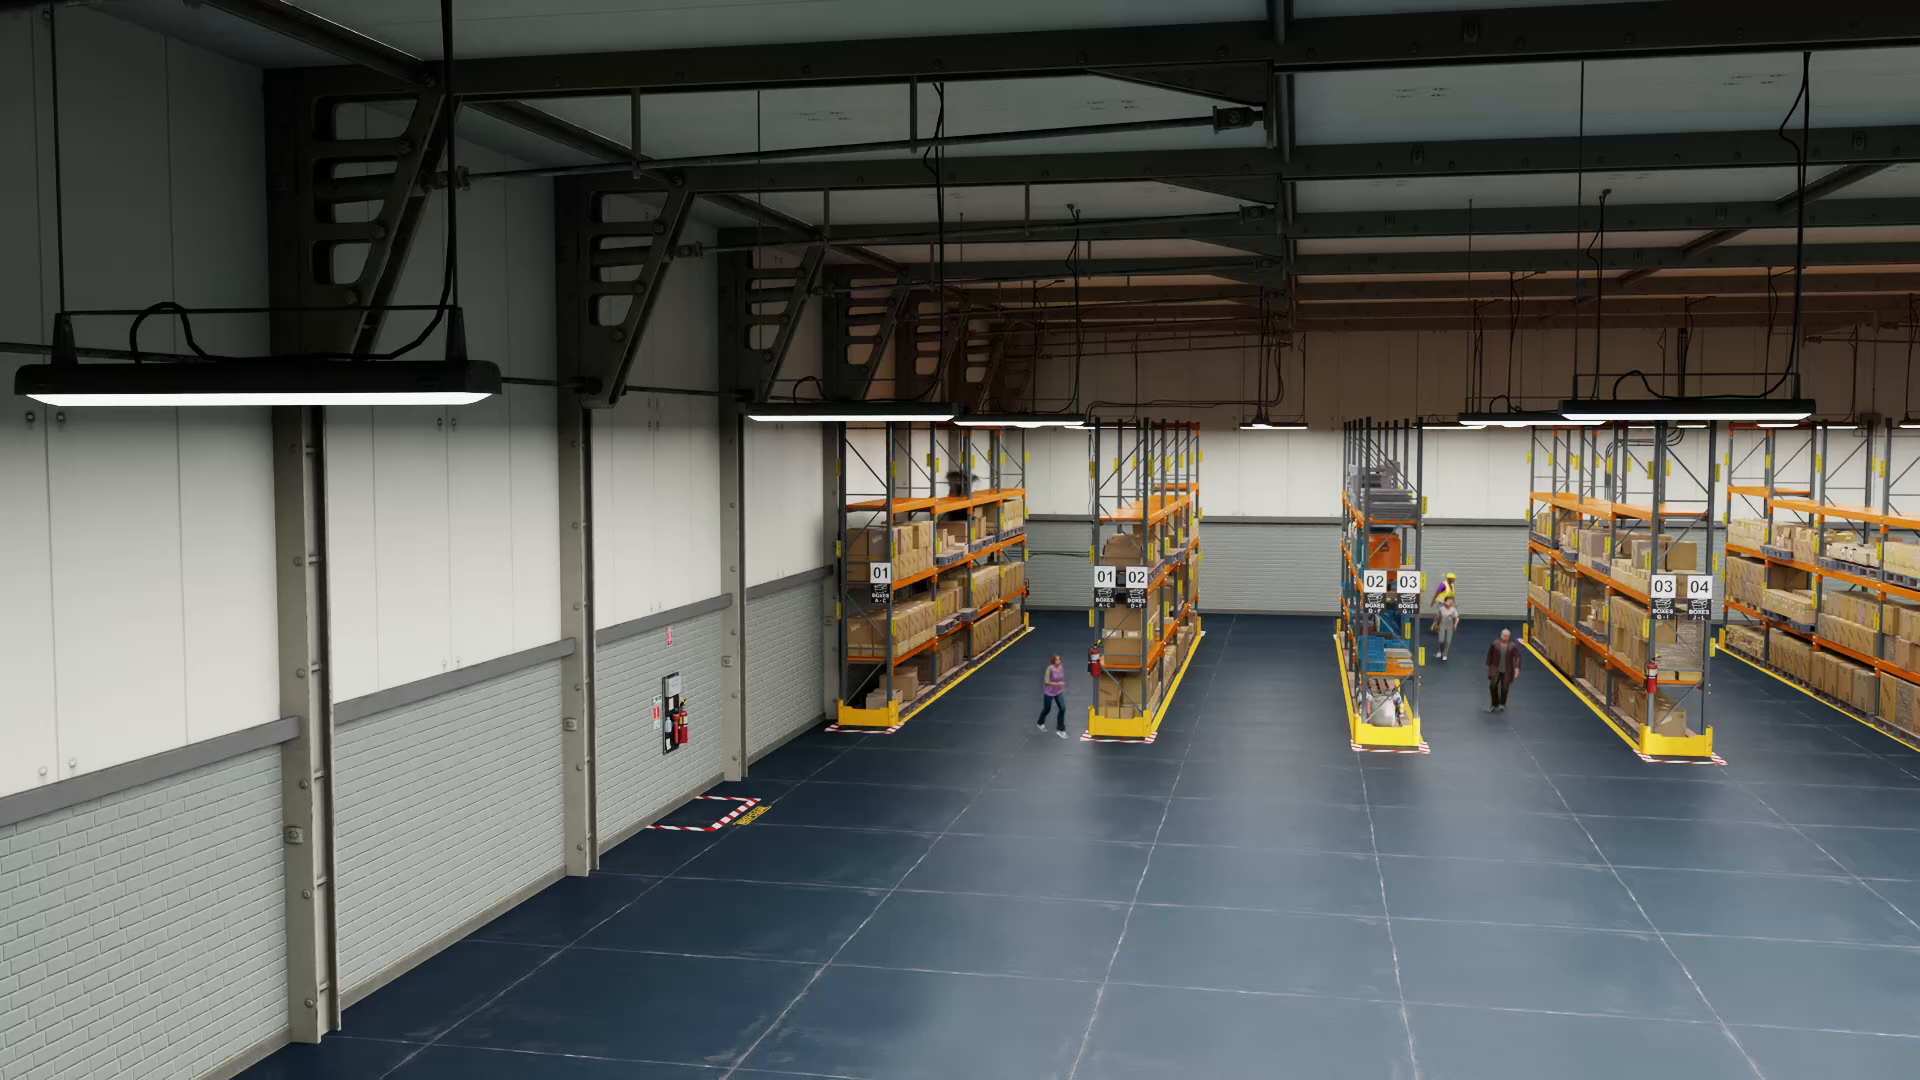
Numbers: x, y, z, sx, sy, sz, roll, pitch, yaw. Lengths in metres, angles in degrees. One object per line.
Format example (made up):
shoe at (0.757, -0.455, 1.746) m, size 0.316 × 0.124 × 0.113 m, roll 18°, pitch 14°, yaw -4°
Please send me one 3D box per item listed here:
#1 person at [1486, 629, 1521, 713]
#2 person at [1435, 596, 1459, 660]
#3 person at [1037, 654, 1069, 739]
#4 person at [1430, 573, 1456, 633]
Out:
person at (11.091, 2.665, 33.955) m, size 0.677 × 1.737 × 0.813 m, roll 1°, pitch 4°, yaw 15°
person at (12.150, 2.215, 41.511) m, size 0.573 × 1.623 × 0.726 m, roll 1°, pitch 4°, yaw 16°
person at (1.734, 2.914, 31.245) m, size 0.548 × 1.573 × 0.901 m, roll -2°, pitch 4°, yaw -31°
person at (13.797, 1.800, 47.374) m, size 0.710 × 1.741 × 0.604 m, roll -3°, pitch 5°, yaw -41°
